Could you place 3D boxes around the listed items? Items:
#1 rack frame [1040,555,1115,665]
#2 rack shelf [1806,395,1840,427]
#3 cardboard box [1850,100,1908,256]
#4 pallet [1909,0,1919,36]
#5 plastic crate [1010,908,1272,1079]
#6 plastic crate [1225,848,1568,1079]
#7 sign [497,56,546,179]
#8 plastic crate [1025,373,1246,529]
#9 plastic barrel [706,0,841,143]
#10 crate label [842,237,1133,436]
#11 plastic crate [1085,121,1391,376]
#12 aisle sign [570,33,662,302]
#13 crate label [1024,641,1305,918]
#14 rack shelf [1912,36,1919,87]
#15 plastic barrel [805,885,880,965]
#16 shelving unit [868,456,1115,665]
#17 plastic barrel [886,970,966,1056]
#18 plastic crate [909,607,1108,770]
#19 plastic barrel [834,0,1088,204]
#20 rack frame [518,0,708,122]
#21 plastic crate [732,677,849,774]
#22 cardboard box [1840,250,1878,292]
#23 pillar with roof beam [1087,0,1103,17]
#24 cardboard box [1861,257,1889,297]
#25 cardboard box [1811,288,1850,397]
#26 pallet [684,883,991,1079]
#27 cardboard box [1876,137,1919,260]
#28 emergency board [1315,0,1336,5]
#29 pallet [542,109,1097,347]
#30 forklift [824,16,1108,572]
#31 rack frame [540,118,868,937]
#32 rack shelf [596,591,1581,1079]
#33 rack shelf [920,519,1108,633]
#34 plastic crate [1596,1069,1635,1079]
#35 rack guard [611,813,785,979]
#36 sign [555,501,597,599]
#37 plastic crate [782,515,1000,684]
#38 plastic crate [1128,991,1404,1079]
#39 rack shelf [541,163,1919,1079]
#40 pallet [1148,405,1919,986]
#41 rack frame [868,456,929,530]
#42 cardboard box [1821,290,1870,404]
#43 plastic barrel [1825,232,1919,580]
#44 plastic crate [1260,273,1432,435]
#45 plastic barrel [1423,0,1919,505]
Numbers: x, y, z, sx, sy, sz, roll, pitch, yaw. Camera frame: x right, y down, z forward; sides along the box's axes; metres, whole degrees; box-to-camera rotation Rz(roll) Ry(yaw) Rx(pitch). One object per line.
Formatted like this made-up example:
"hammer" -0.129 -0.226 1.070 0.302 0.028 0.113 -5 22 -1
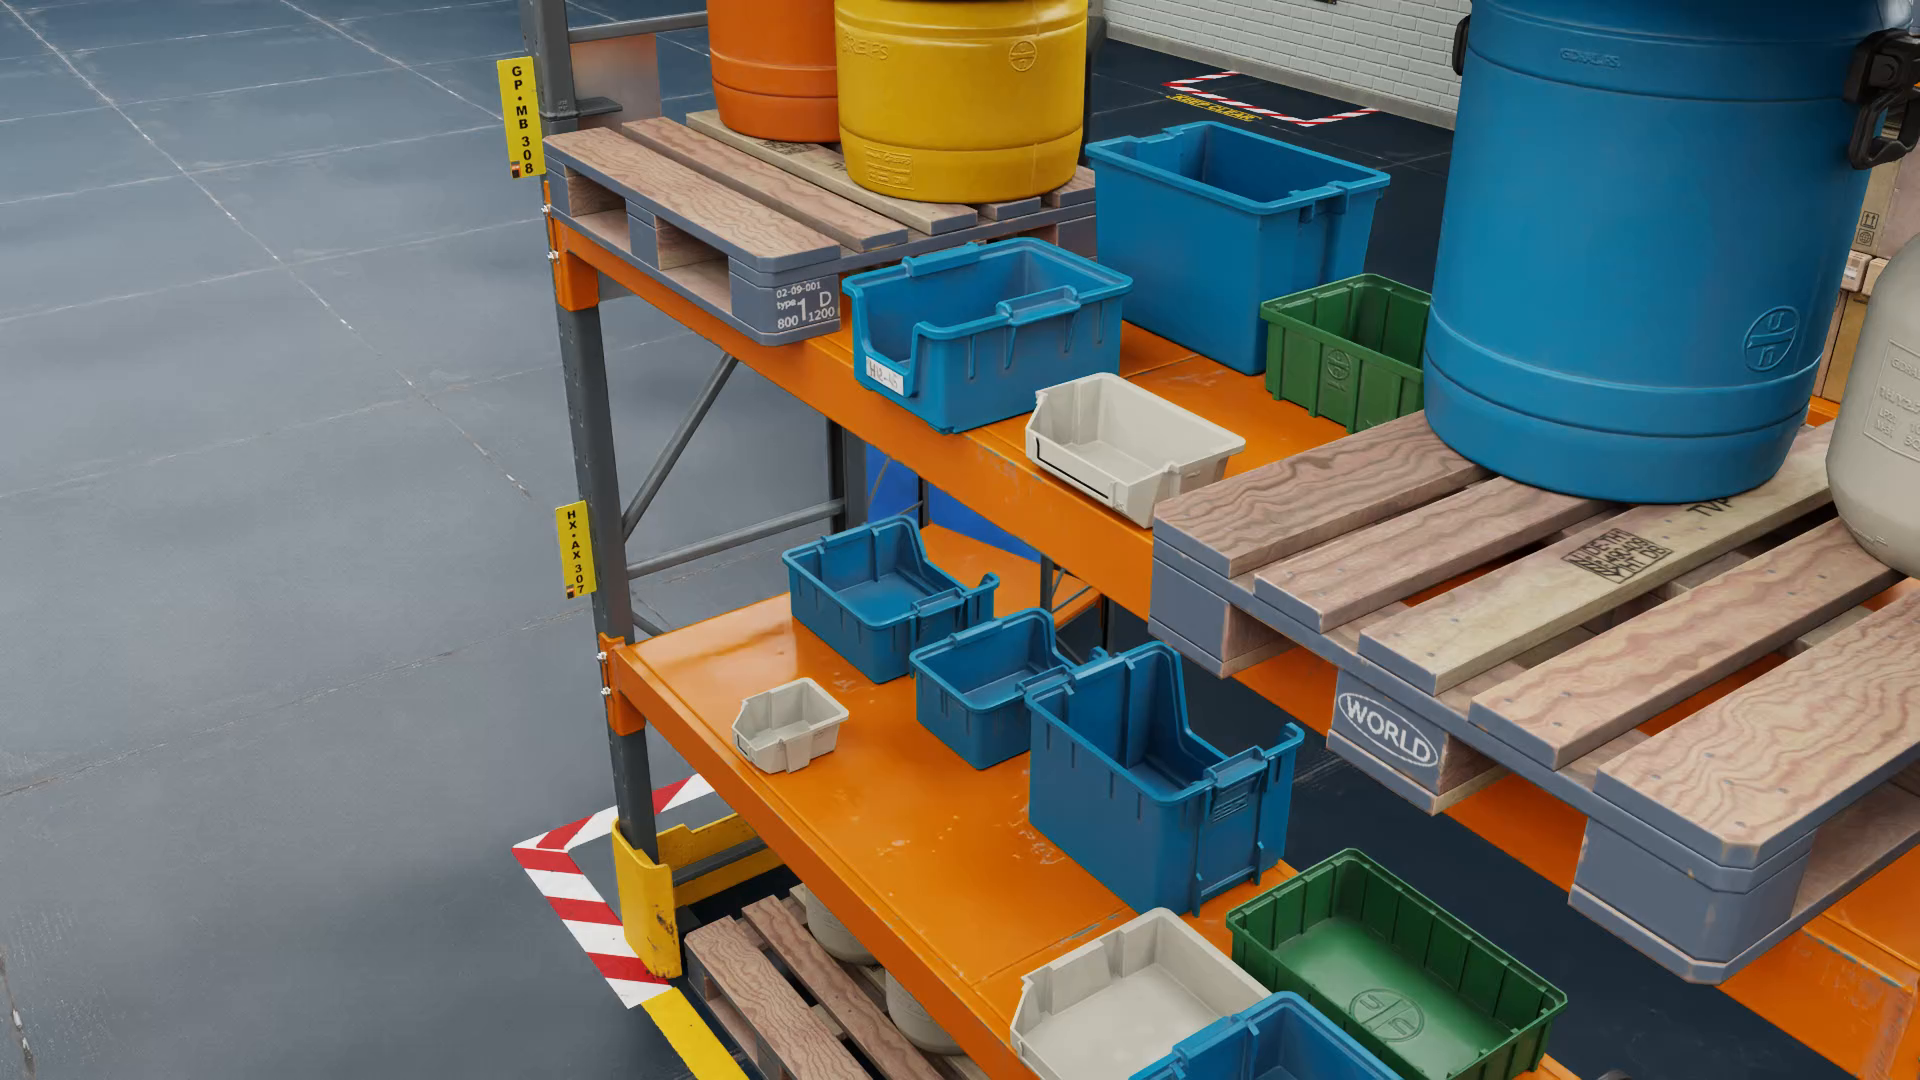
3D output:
"rack frame" 0.483 0.223 6.769 0.032 1.500 0.500 21 35 34
"rack shelf" 4.435 -0.272 6.862 1.077 0.370 4.000 -19 34 -31
"cardboard box" 3.876 -1.571 7.036 0.700 0.500 0.500 -20 34 -32
"pallet" 3.664 -2.363 6.908 1.003 0.211 1.213 -19 34 -31
"plastic crate" 0.410 1.114 3.833 0.530 0.136 0.437 -19 34 -31
"plastic crate" 1.001 1.046 3.903 0.450 0.188 0.662 -19 34 -31
"sign" -1.213 -1.168 4.605 0.100 0.325 0.005 -19 34 -31
"plastic crate" 0.298 -0.155 3.026 0.243 0.136 0.396 -19 34 -31
"plastic barrel" -0.377 -1.534 4.398 0.600 0.830 0.708 -19 34 -31
"crate label" 0.055 -0.430 3.411 0.502 0.251 0.408 -19 34 -31
"plastic crate" 0.589 -0.649 3.676 0.392 0.384 0.575 -19 34 -31
"aisle sign" -1.042 -1.085 4.882 0.394 0.787 0.004 -19 34 -31
"crate label" 0.526 0.629 4.412 0.502 0.435 0.616 -19 34 -31
"rack shelf" 4.435 -1.590 6.146 1.077 0.370 4.000 -19 34 -31
"plastic barrel" -0.318 1.147 5.661 0.421 0.512 0.421 0 29 0
"shelving unit" 0.095 0.073 7.045 1.083 1.500 0.587 21 35 34
"plastic barrel" -0.027 1.342 5.302 0.421 0.512 0.421 0 29 0
"plastic crate" 0.144 0.435 4.962 0.499 0.251 0.408 -19 34 -31
"plastic barrel" 0.003 -1.173 3.988 0.600 0.588 0.600 0 29 0
"rack frame" -0.762 -2.632 4.168 1.000 3.000 0.127 -19 34 -31
"plastic crate" -0.505 0.557 4.858 0.298 0.136 0.250 -19 34 -31
"cardboard box" 3.771 -1.185 7.004 0.380 0.149 0.250 -19 34 -31
"pillar with roof beam" -2.049 -8.816 15.553 9.100 9.000 0.400 -19 34 -31
"cardboard box" 3.927 -1.082 6.815 0.380 0.149 0.250 -20 34 -32
"cardboard box" 3.844 -1.022 7.384 0.700 0.500 0.500 -18 33 -29
"pallet" -0.213 1.563 5.651 1.003 0.211 1.213 -19 34 -31
"cardboard box" 4.169 -1.376 6.676 0.700 0.500 0.500 -19 34 -30
"emergency board" 3.546 -6.018 16.689 0.157 1.169 0.626 -19 34 -31
"pallet" -0.362 -0.883 4.287 1.003 0.211 1.213 -19 34 -31
"forklift" 0.131 -1.554 8.540 1.130 2.935 3.031 5 29 9
"rack frame" -0.762 0.004 5.600 1.000 3.000 0.127 -19 34 -31
"rack shelf" 0.398 1.098 4.340 1.077 0.370 4.000 -19 34 -31
"rack shelf" 0.088 0.228 7.135 1.000 0.185 0.538 21 35 34
"plastic crate" 1.358 1.347 3.191 0.767 0.338 0.504 -19 34 -31
"rack guard" -0.680 1.119 6.166 1.175 0.500 0.348 -19 34 -31
"sign" -1.213 0.033 5.256 0.100 0.325 0.005 -19 34 -31
"plastic crate" -0.228 0.181 5.430 0.499 0.251 0.616 -19 34 -31
"plastic crate" 0.695 1.269 3.426 0.499 0.251 0.616 -19 34 -31
"rack shelf" 0.398 -0.221 3.624 1.077 0.370 4.000 -19 34 -31
"pallet" 1.060 0.070 2.532 1.213 0.211 1.003 -19 34 -31
"rack frame" -0.307 -0.083 7.330 0.032 1.500 0.500 21 35 34
"cardboard box" 4.127 -0.827 7.026 0.700 0.500 0.500 -19 34 -30
"plastic barrel" 1.468 -0.215 2.302 0.421 0.512 0.421 0 29 0
"plastic crate" 0.865 -0.355 3.339 0.336 0.188 0.450 -19 34 -31
"plastic barrel" 1.068 -0.581 2.568 0.600 0.901 0.708 -19 34 -31
